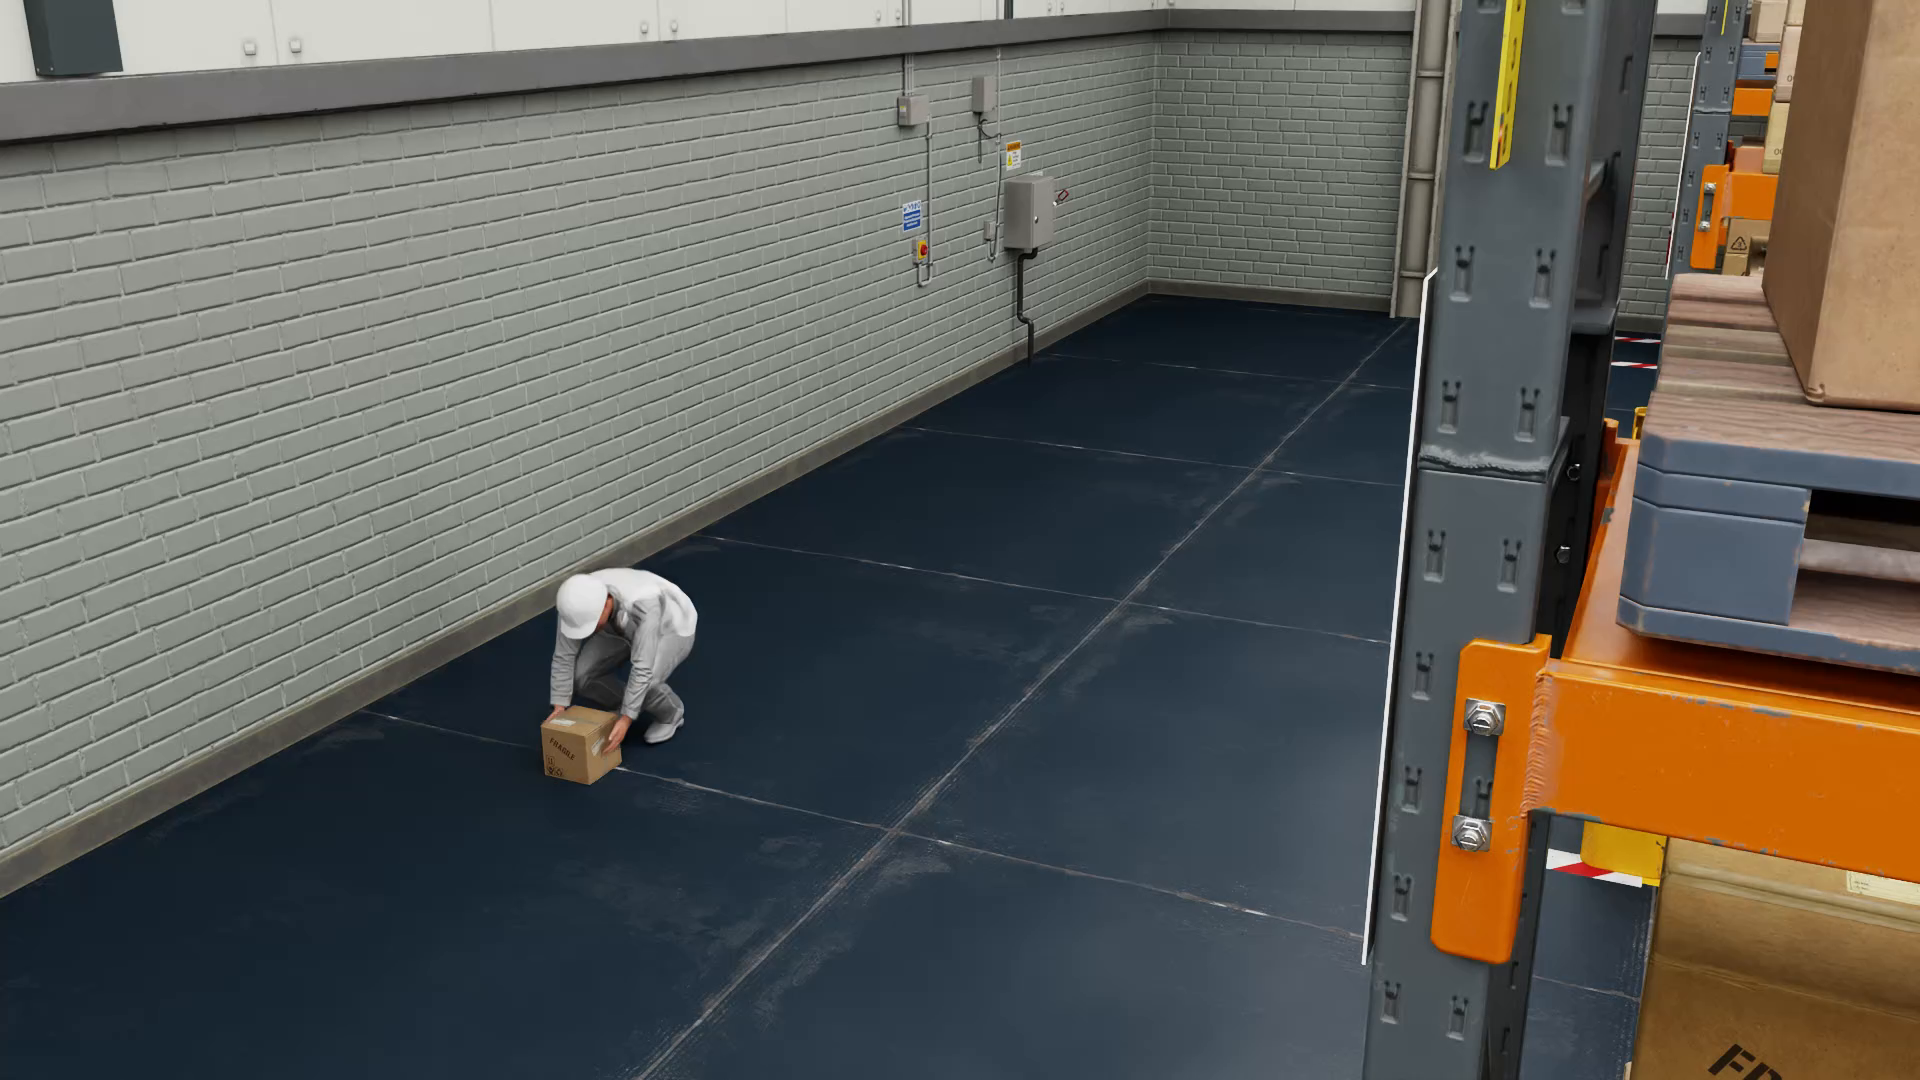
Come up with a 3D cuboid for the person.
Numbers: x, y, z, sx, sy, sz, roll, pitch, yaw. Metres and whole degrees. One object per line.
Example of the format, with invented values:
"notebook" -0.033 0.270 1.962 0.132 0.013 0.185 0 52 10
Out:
"person" -1.580 0.508 7.798 0.542 0.964 0.908 8 21 23
